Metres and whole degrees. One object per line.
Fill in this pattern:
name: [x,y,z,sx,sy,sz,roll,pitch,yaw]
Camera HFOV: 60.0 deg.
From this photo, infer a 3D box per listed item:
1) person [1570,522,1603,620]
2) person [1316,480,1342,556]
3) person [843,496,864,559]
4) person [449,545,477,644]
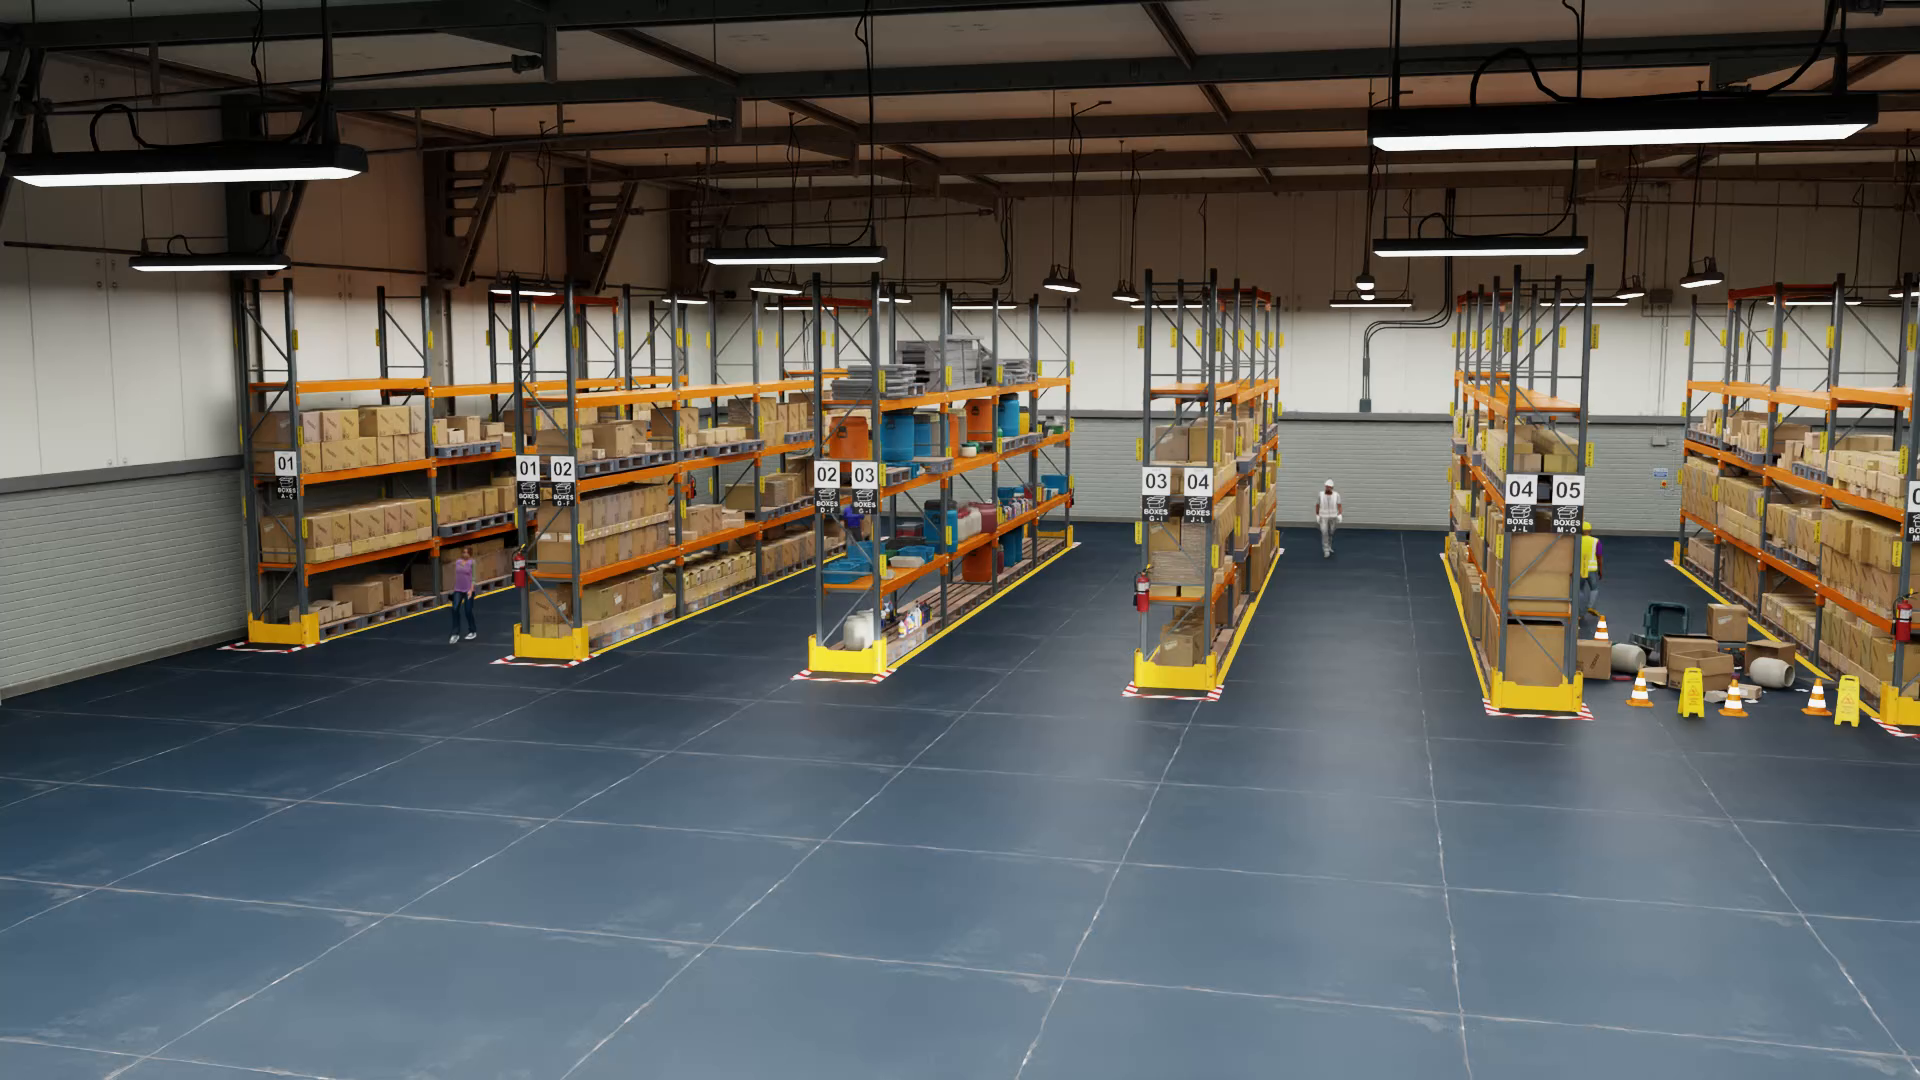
person: [11.232,0.554,29.880,0.598,1.767,0.529,2,7,18]
person: [8.611,-0.533,38.728,0.545,1.728,0.968,0,7,-1]
person: [-2.330,-0.182,36.500,0.509,1.595,1.021,1,7,8]
person: [-8.290,0.909,27.729,0.436,1.627,0.576,1,7,9]
